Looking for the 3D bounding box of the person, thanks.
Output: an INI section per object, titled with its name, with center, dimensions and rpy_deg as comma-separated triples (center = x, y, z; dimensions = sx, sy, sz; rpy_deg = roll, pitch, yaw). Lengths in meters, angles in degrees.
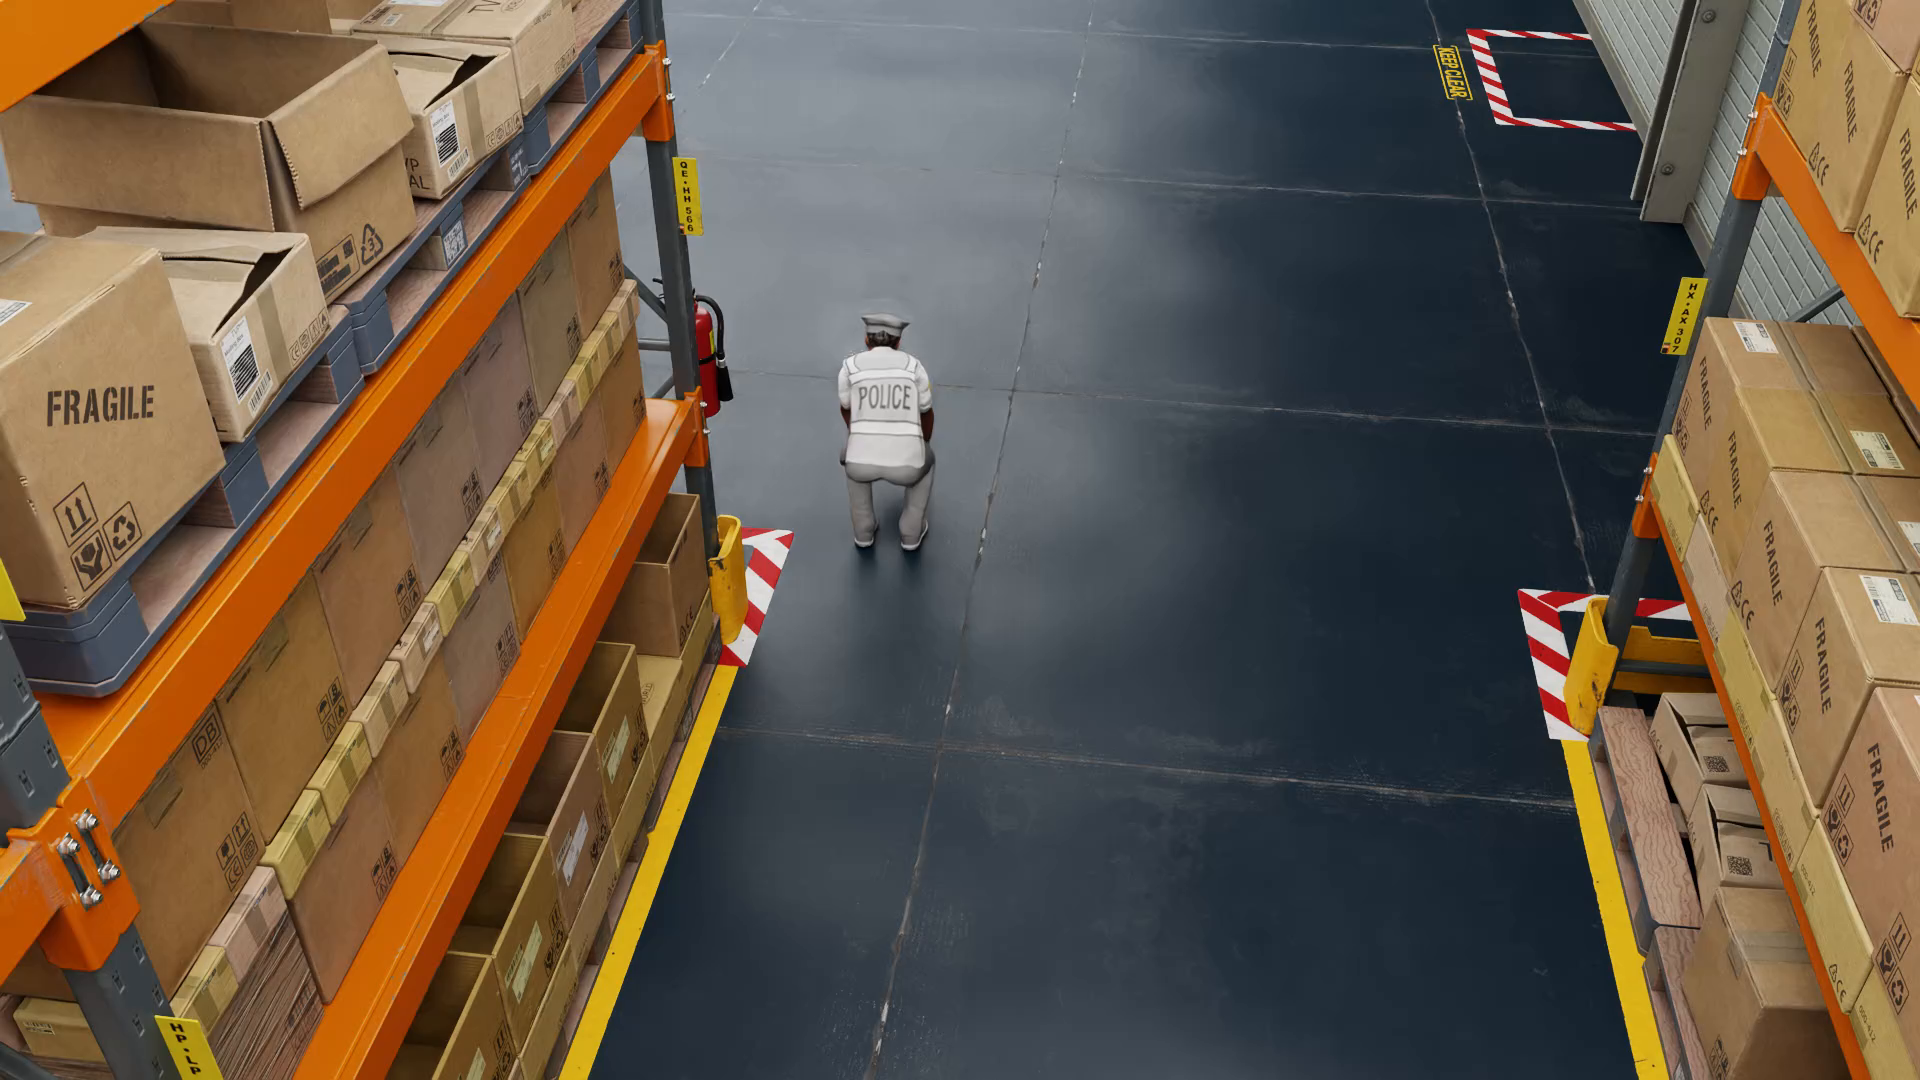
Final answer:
[person]
center = -0.375, -0.525, 8.252
dimensions = 0.491, 1.076, 0.827
rpy_deg = 3, 36, 5
